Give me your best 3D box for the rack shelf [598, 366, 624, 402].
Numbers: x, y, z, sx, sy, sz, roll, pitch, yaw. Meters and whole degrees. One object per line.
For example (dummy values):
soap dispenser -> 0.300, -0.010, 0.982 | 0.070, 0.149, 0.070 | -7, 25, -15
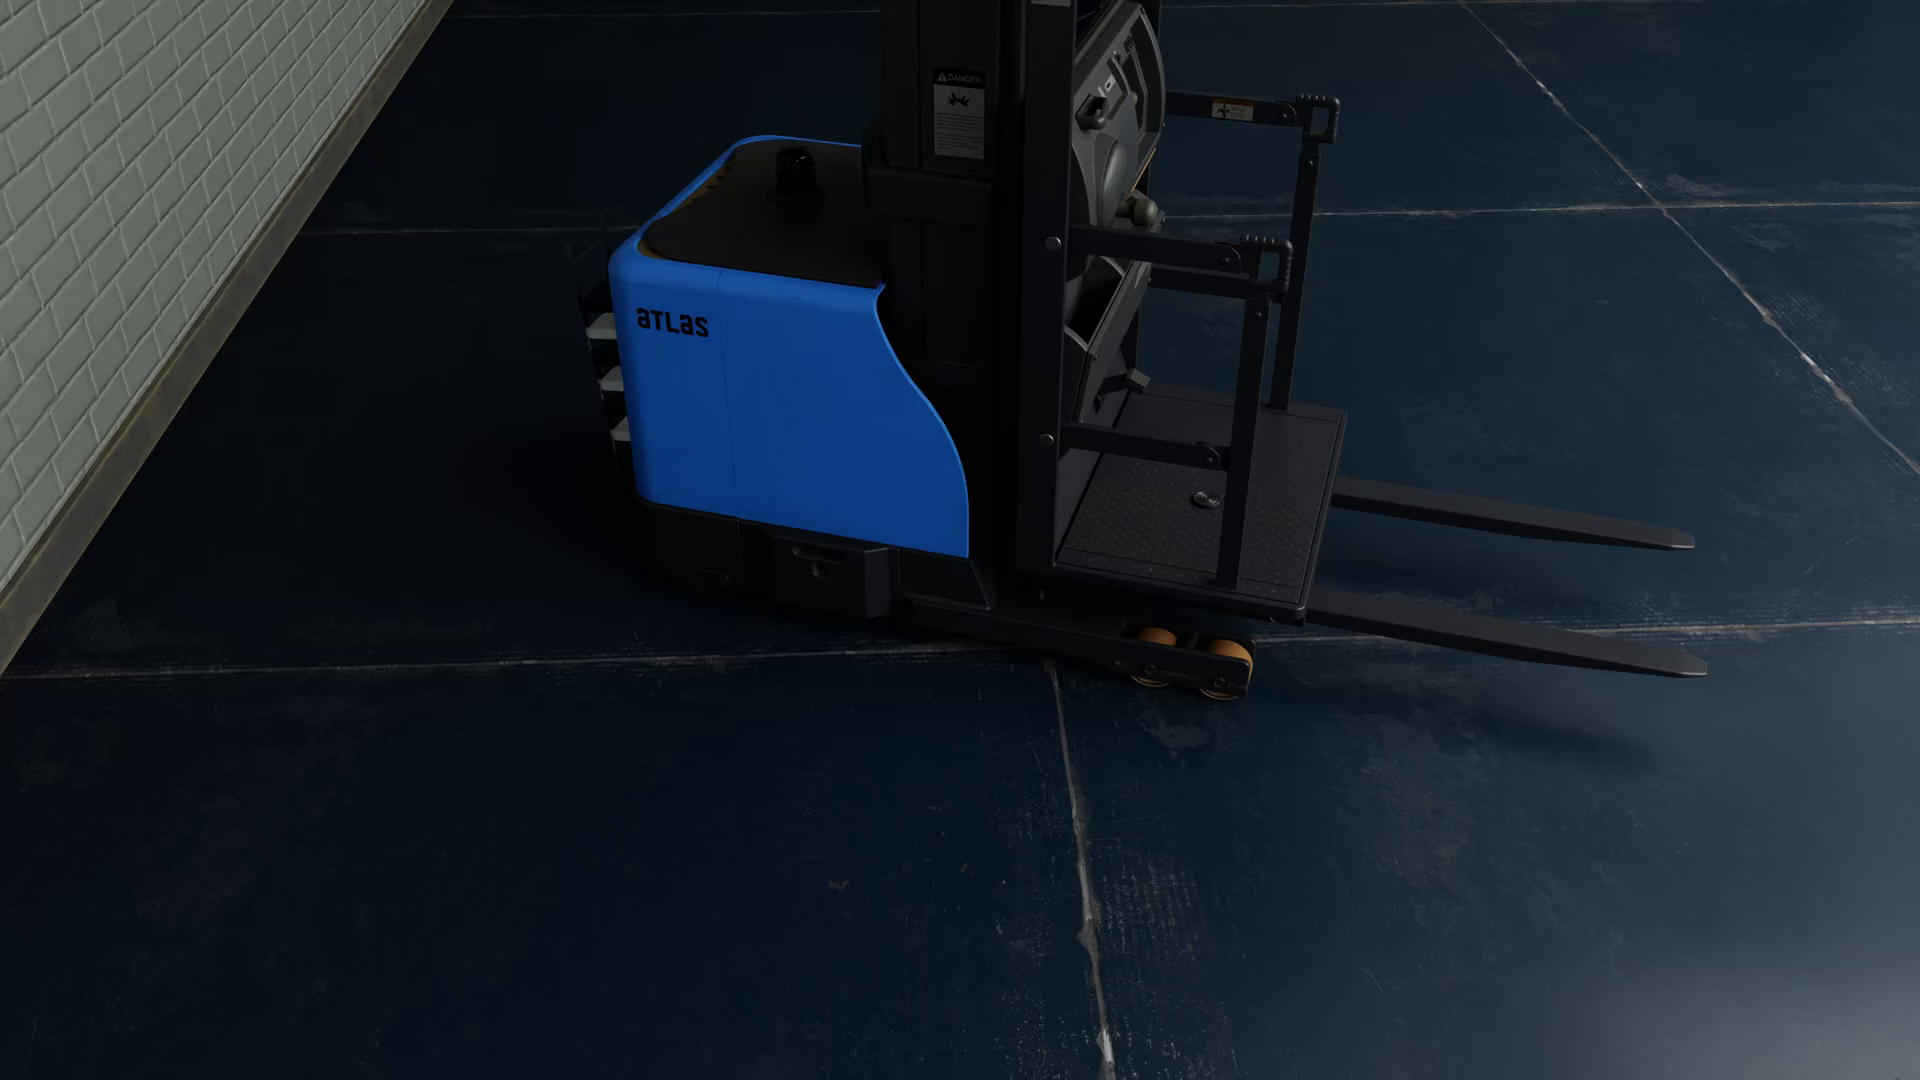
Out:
rack shelf -> -0.992, -0.525, 5.261 | 0.200, 0.077, 0.258 | 5, 35, 17

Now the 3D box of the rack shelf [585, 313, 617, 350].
rack shelf -> -1.010, -0.676, 5.164 | 0.200, 0.077, 0.258 | 5, 35, 17

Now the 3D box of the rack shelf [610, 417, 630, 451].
rack shelf -> -0.975, -0.375, 5.359 | 0.200, 0.077, 0.258 | 5, 35, 17

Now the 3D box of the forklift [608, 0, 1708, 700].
forklift -> 0.603, -1.101, 4.265 | 3.031, 2.935, 1.130 | 10, 36, 14

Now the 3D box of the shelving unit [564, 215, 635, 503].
shelving unit -> -0.996, -0.553, 5.243 | 0.210, 0.900, 0.258 | 5, 35, 17

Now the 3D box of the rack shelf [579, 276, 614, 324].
rack shelf -> -1.019, -0.751, 5.115 | 0.200, 0.077, 0.258 | 5, 35, 17

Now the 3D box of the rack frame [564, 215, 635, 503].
rack frame -> -1.092, -0.561, 5.274 | 0.006, 0.900, 0.240 | 5, 35, 17

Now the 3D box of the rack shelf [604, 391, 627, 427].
rack shelf -> -0.983, -0.450, 5.310 | 0.200, 0.077, 0.258 | 5, 35, 17

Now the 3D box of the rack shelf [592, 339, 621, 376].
rack shelf -> -1.001, -0.601, 5.213 | 0.200, 0.077, 0.258 | 5, 35, 17
